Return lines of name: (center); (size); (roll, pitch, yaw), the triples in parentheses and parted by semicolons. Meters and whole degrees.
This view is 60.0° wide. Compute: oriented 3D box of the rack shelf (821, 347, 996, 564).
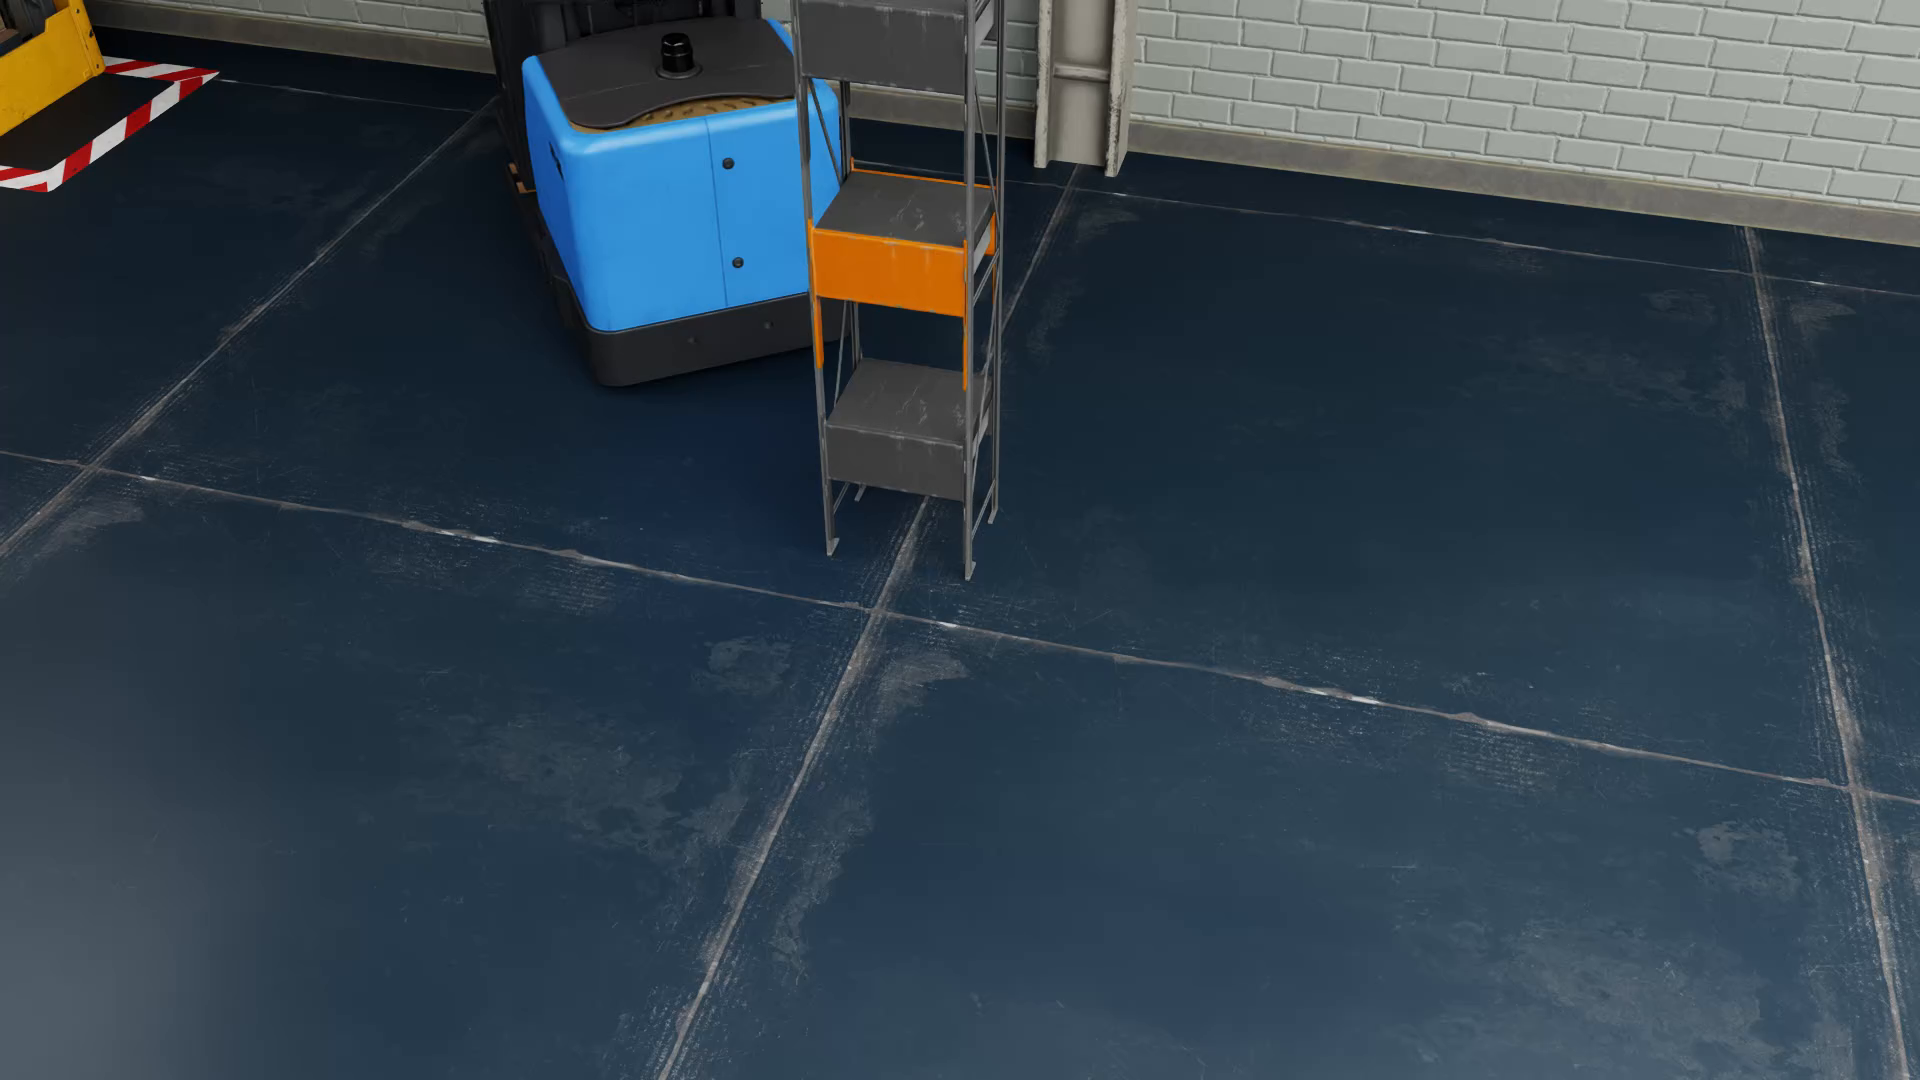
rack shelf: (-0.160, -0.285, 5.566); (0.480, 0.518, 0.431); (10, 41, 11)

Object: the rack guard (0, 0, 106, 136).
rack guard: (-4.757, -2.334, 8.140); (0.348, 0.500, 1.175); (10, 41, 11)

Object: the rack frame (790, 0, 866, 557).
rack frame: (-0.396, -0.872, 5.156); (0.015, 2.100, 0.400); (10, 41, 11)

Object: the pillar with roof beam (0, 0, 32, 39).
pillar with roof beam: (-6.332, -3.593, 3.032); (0.400, 9.000, 9.100); (10, 41, 11)

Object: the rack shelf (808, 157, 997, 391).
rack shelf: (-0.160, -0.821, 5.116); (0.480, 0.518, 0.431); (10, 41, 11)

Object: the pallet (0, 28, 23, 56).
pallet: (-5.529, -2.328, 8.358); (1.213, 0.211, 1.003); (10, 41, 11)

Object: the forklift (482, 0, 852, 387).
forklift: (-1.442, -2.660, 6.638); (1.130, 2.935, 3.031); (-14, 42, -17)

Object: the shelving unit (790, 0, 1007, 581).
shelving unit: (-0.160, -0.832, 5.108); (0.503, 2.100, 0.431); (10, 41, 11)

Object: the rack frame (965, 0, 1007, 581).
rack frame: (0.076, -0.791, 5.059); (0.015, 2.100, 0.400); (10, 41, 11)

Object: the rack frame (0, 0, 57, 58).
rack frame: (-4.780, -3.295, 7.341); (0.127, 3.000, 1.000); (10, 41, 11)

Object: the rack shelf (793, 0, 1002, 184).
rack shelf: (-0.160, -1.357, 4.666); (0.480, 0.518, 0.431); (10, 41, 11)

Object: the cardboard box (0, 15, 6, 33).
cardboard box: (-5.204, -2.606, 8.332); (0.500, 0.250, 0.500); (10, 41, 12)

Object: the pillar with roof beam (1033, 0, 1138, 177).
pillar with roof beam: (-0.536, -2.596, 1.844); (0.400, 9.000, 9.100); (10, 41, 11)
